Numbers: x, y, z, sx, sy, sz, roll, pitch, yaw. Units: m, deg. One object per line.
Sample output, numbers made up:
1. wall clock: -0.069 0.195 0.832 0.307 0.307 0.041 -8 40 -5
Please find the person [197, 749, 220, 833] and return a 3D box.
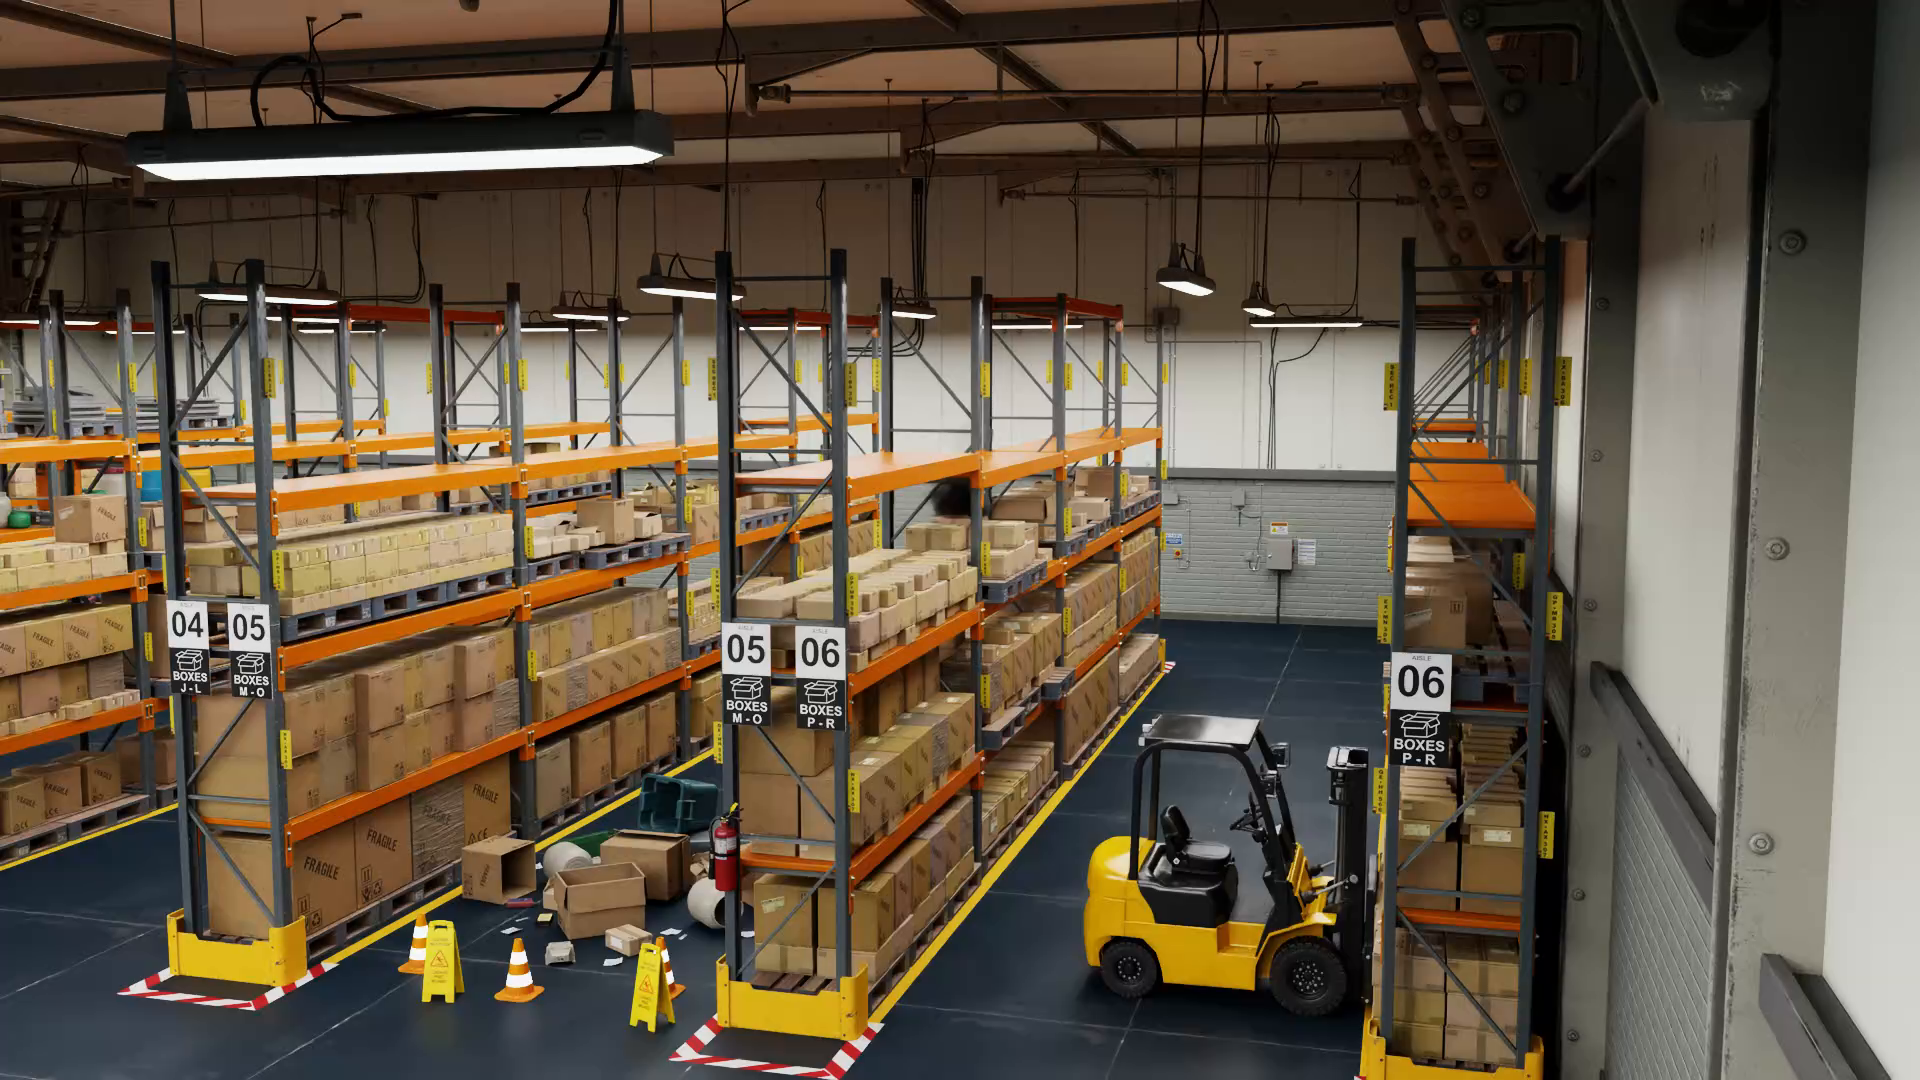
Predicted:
1. person: -7.298 2.565 16.414 0.634 1.622 0.563 1 6 10
